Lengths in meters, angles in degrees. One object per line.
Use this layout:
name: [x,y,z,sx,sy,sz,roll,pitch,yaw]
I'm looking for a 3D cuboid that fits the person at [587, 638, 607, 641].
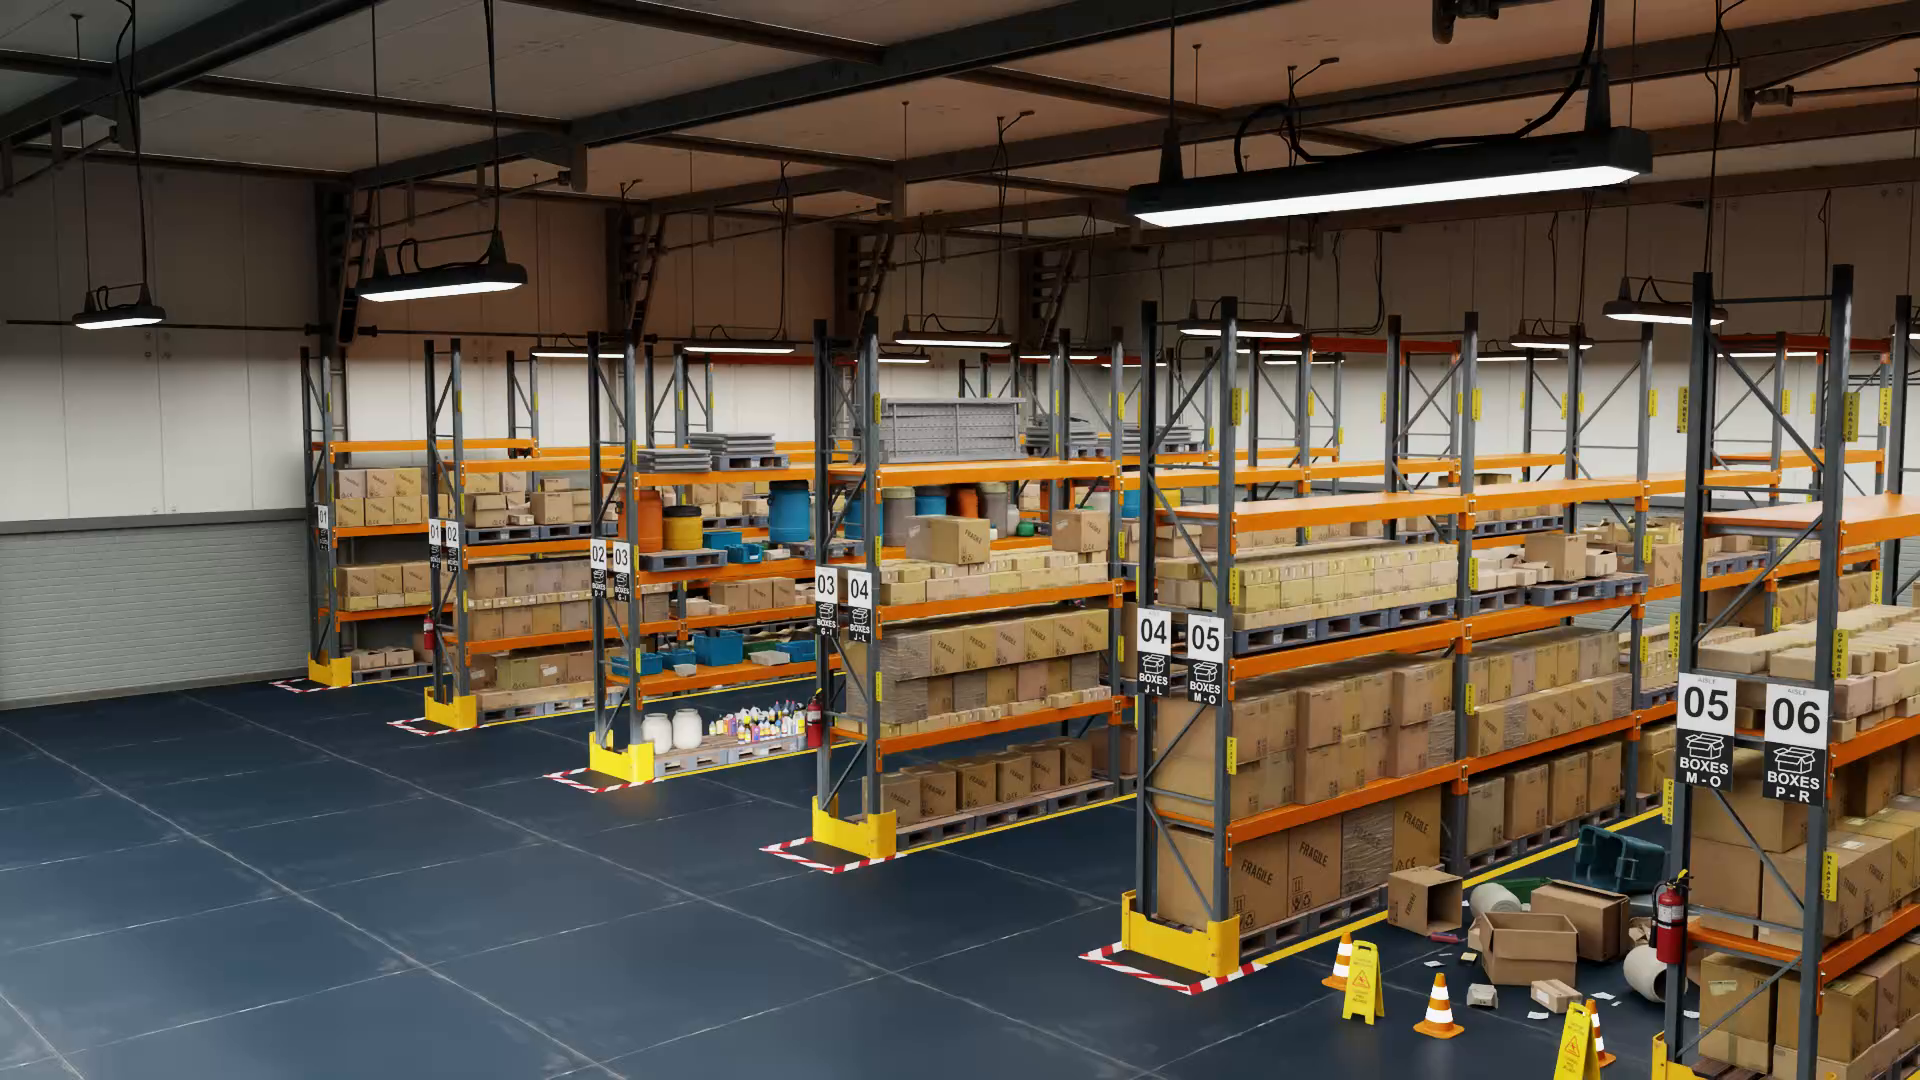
person: [-6.502,1.706,29.749,0.496,1.701,0.385,-3,6,-27]
